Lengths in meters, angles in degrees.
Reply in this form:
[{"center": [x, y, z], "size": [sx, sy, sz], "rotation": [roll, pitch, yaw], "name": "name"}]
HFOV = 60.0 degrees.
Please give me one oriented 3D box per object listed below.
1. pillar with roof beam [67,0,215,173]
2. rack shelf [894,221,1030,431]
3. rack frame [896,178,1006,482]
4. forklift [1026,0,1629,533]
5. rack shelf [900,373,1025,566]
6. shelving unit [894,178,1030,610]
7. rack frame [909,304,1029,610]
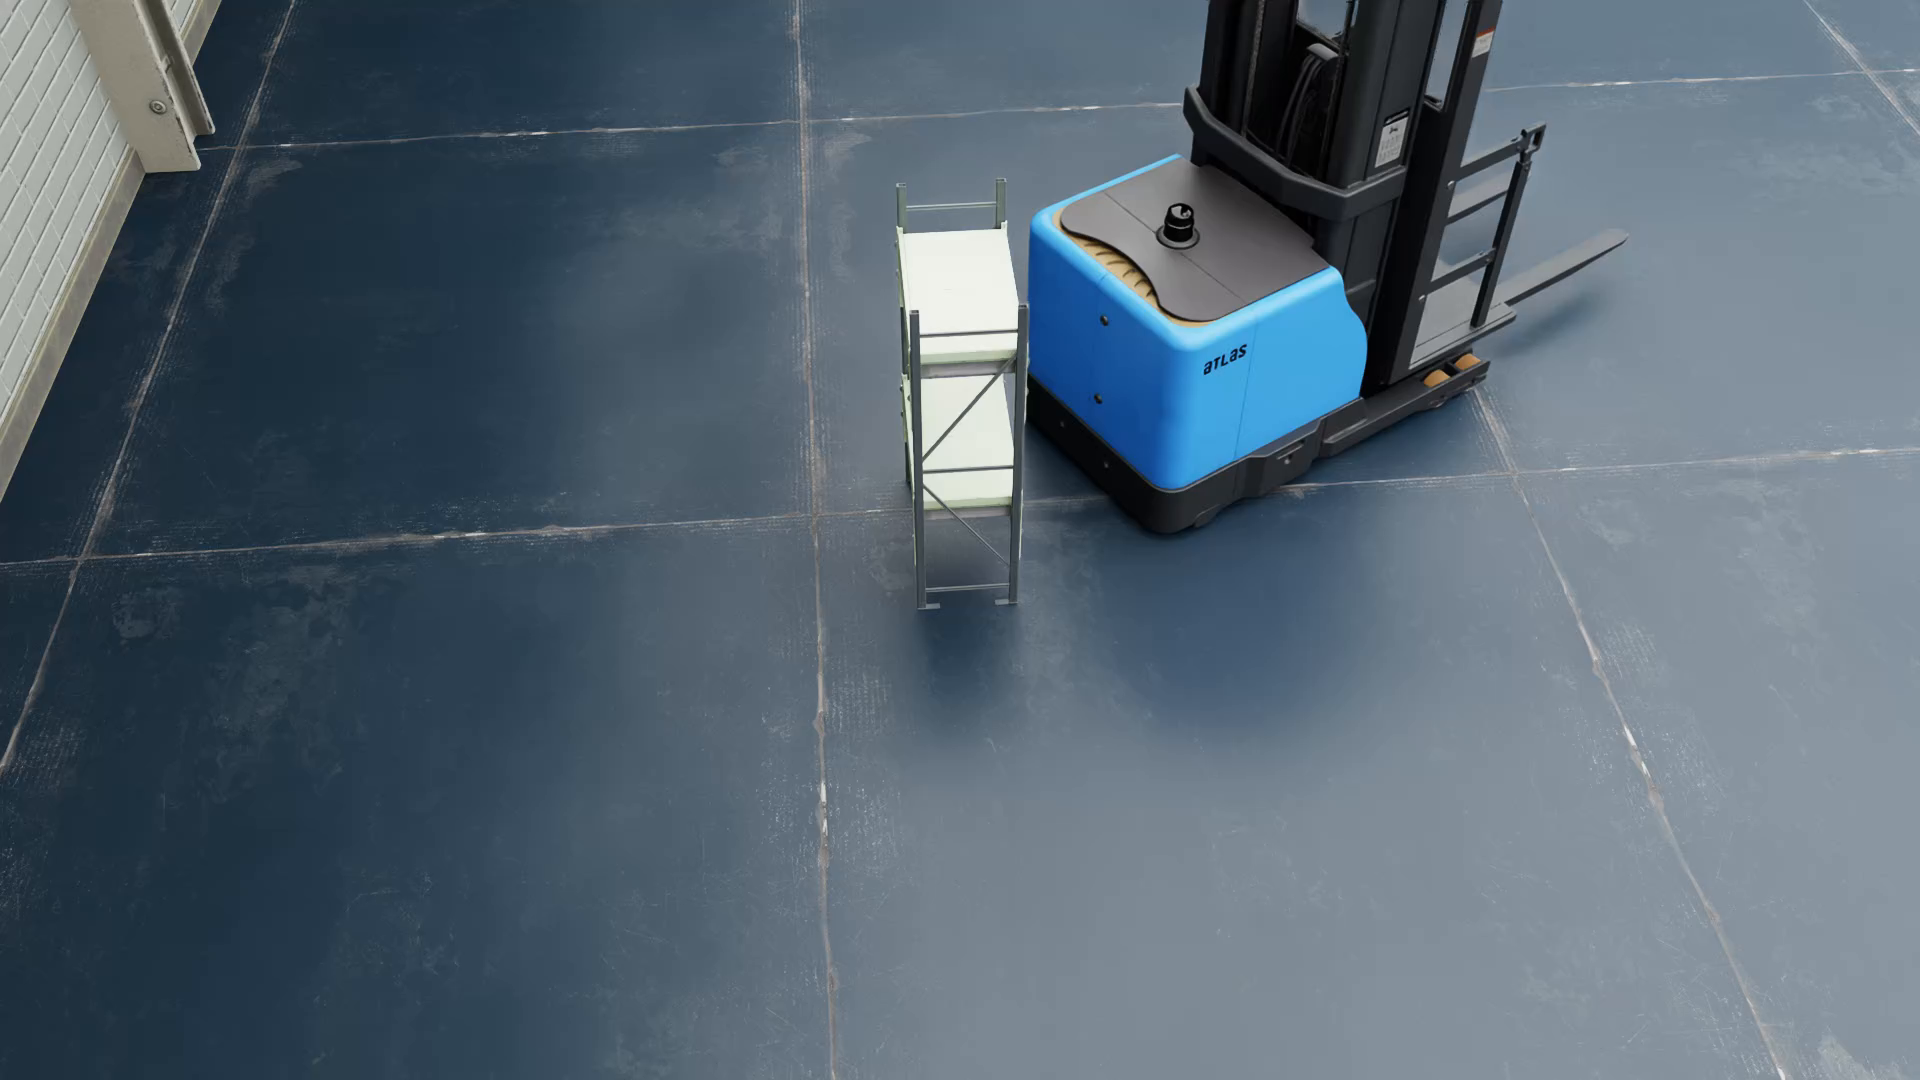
[{"center": [0.125, -5.431, 5.833], "size": [9.100, 9.000, 0.400], "rotation": [-3, 47, -3], "name": "pillar with roof beam"}, {"center": [-0.001, -0.789, 6.063], "size": [0.431, 0.370, 0.720], "rotation": [-3, 47, -3], "name": "rack shelf"}, {"center": [-0.031, -0.785, 6.597], "size": [0.400, 1.500, 0.023], "rotation": [-3, 47, -3], "name": "rack frame"}, {"center": [1.769, -1.892, 6.659], "size": [3.031, 2.935, 1.130], "rotation": [-27, 52, -23], "name": "forklift"}, {"center": [-0.001, -0.296, 6.583], "size": [0.431, 0.370, 0.720], "rotation": [-3, 47, -3], "name": "rack shelf"}, {"center": [-0.001, -0.521, 6.347], "size": [0.431, 1.500, 0.755], "rotation": [-3, 47, -3], "name": "shelving unit"}, {"center": [0.030, -0.256, 6.096], "size": [0.400, 1.500, 0.023], "rotation": [-3, 47, -3], "name": "rack frame"}]
